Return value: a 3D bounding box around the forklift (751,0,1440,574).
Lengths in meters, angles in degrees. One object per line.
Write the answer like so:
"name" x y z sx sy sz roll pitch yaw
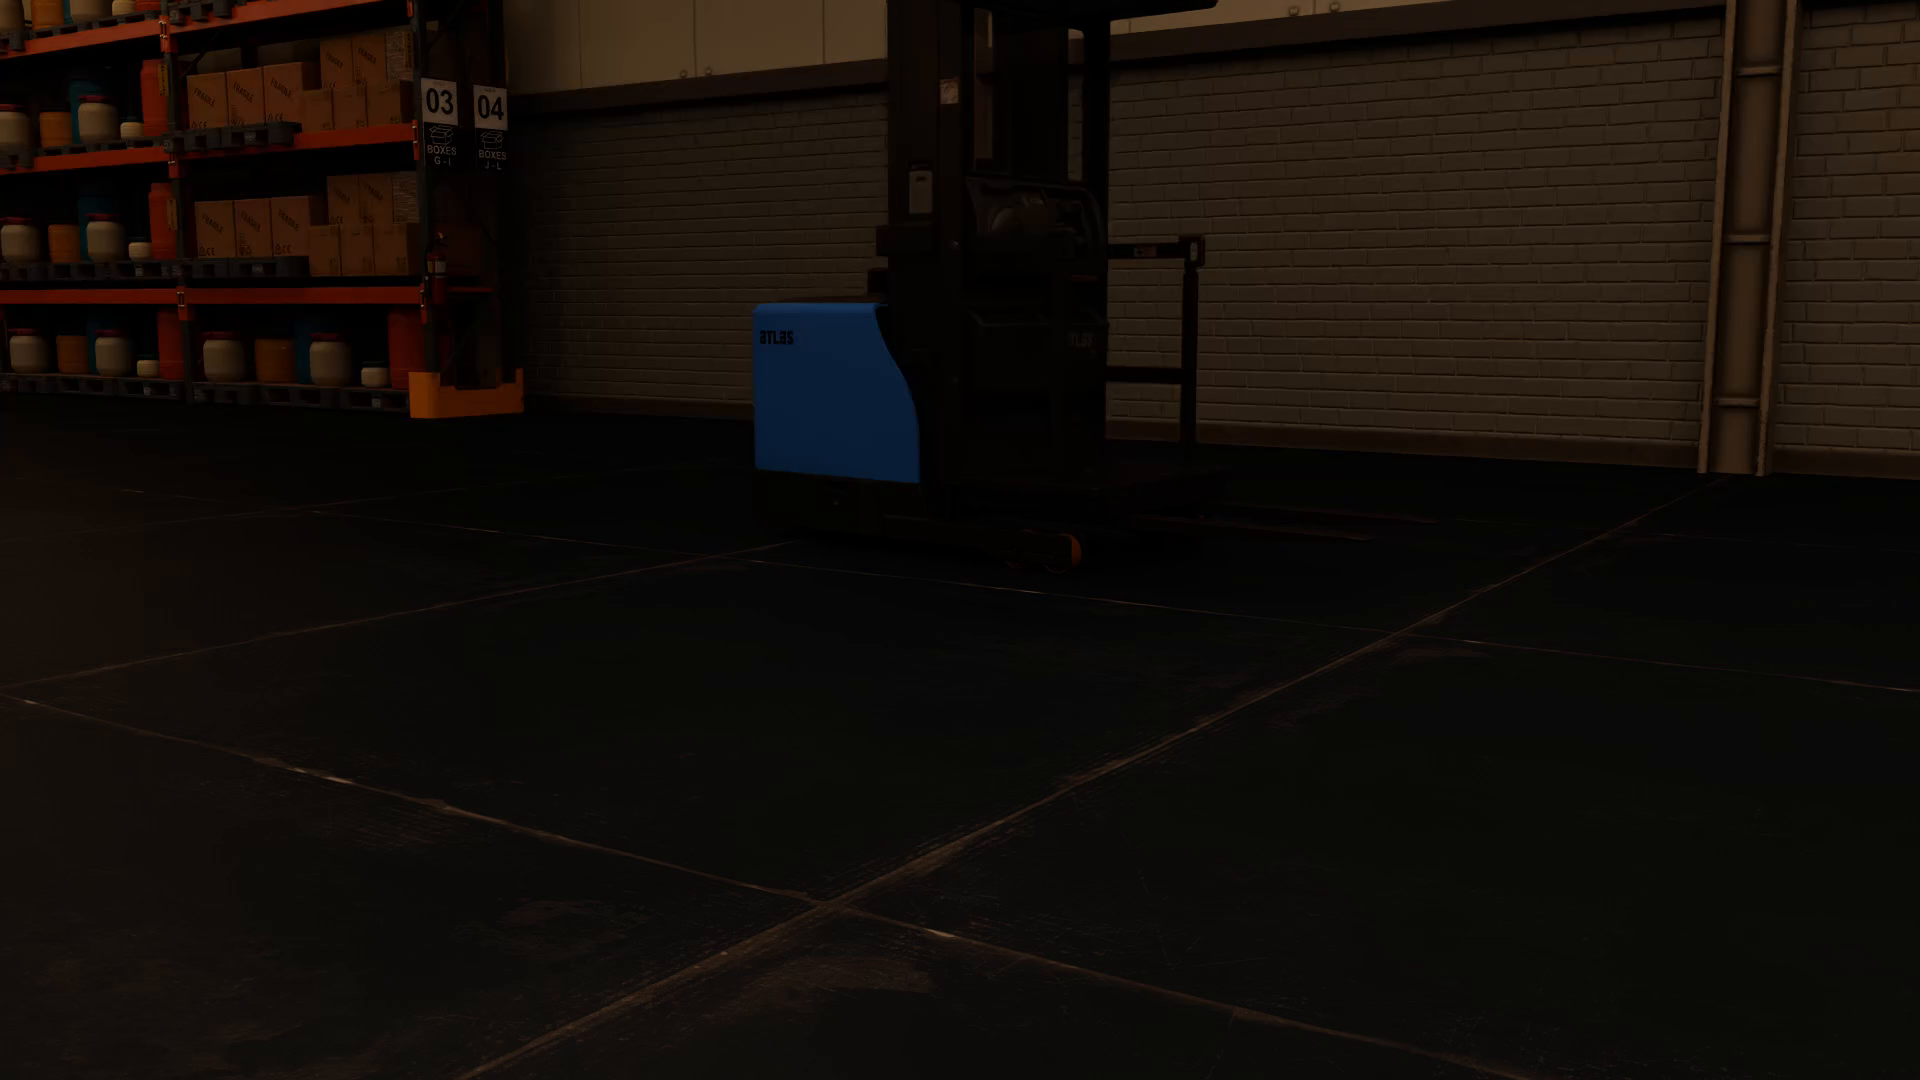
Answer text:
"forklift" 0.495 -1.399 7.028 3.031 2.935 1.130 6 10 38
